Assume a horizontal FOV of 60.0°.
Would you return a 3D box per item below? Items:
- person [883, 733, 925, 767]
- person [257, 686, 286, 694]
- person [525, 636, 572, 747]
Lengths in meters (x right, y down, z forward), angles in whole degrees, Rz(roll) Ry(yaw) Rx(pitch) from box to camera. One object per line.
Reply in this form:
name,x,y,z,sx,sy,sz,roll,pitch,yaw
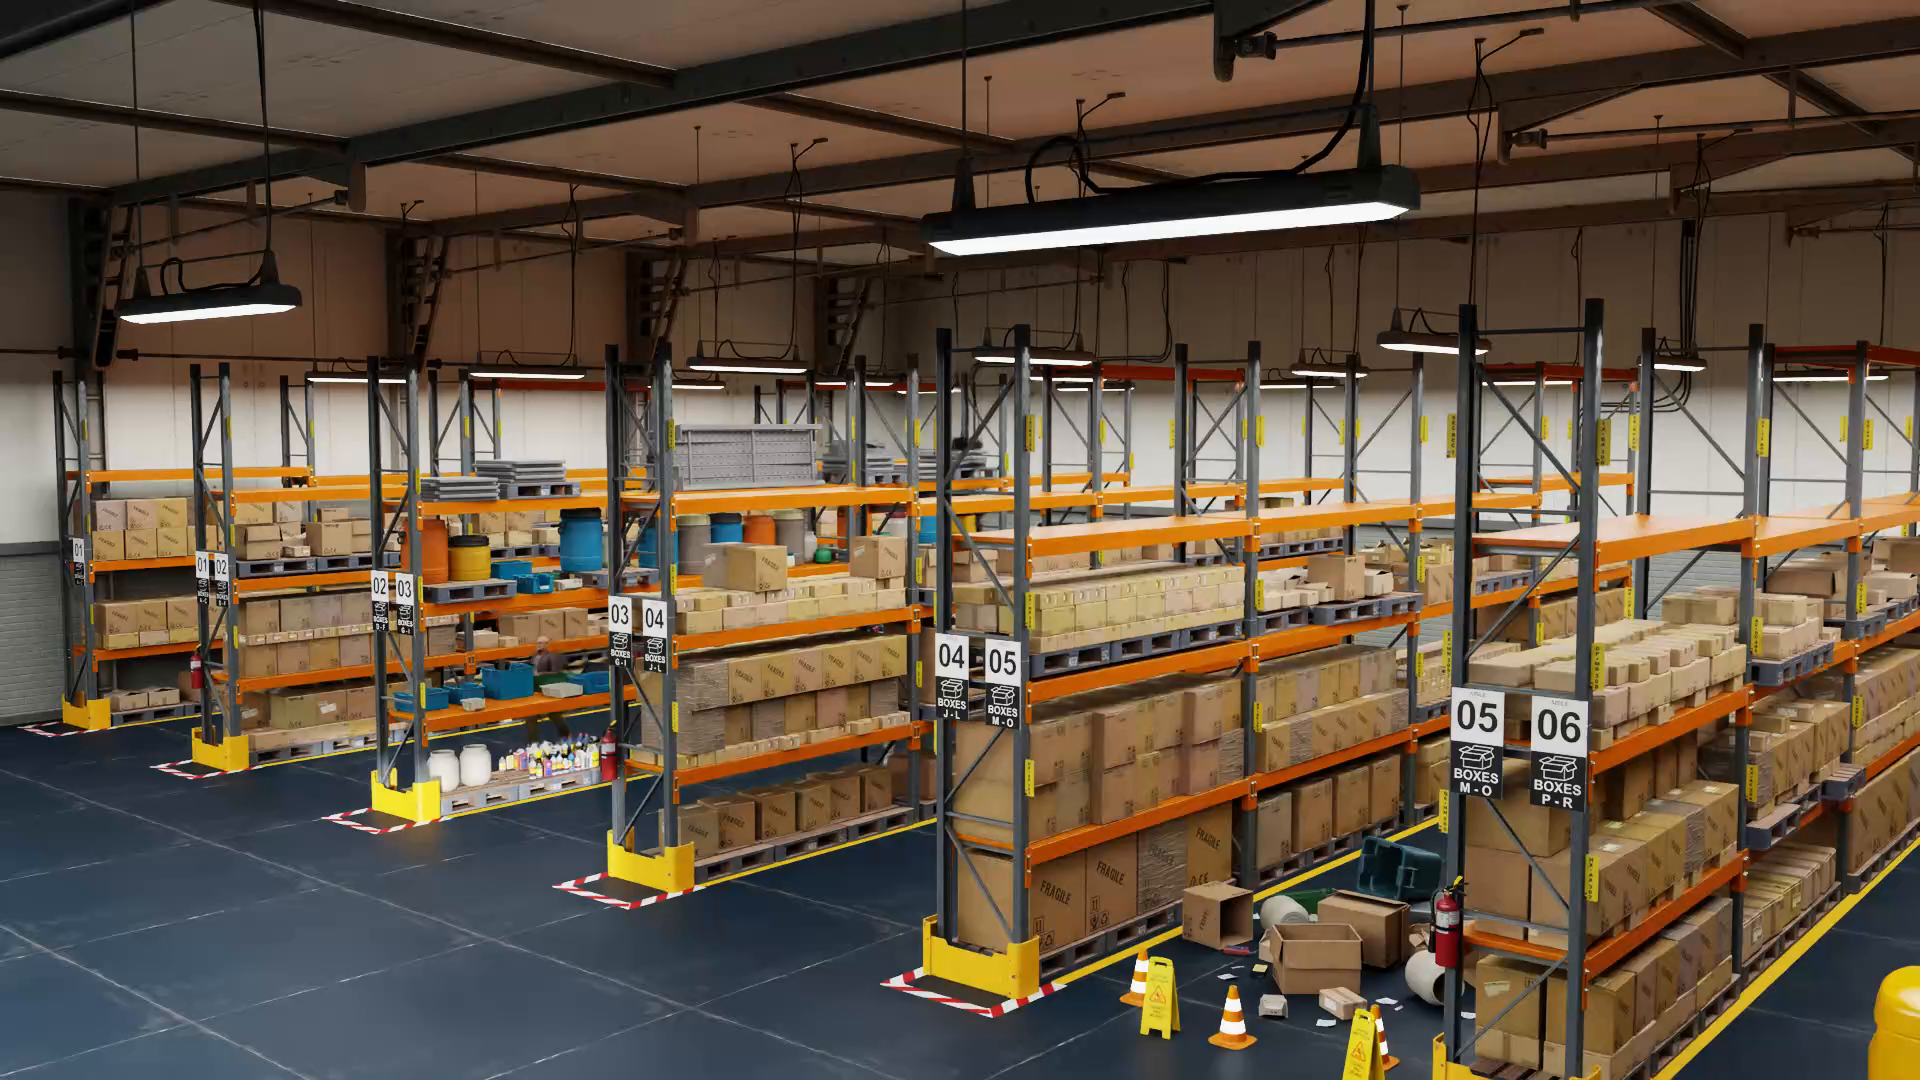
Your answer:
person,-0.890,2.526,24.808,0.666,1.758,0.987,2,5,30
person,-11.367,2.270,27.552,0.641,1.788,0.966,2,4,21
person,-6.474,2.402,26.018,0.694,1.837,0.936,2,5,27
